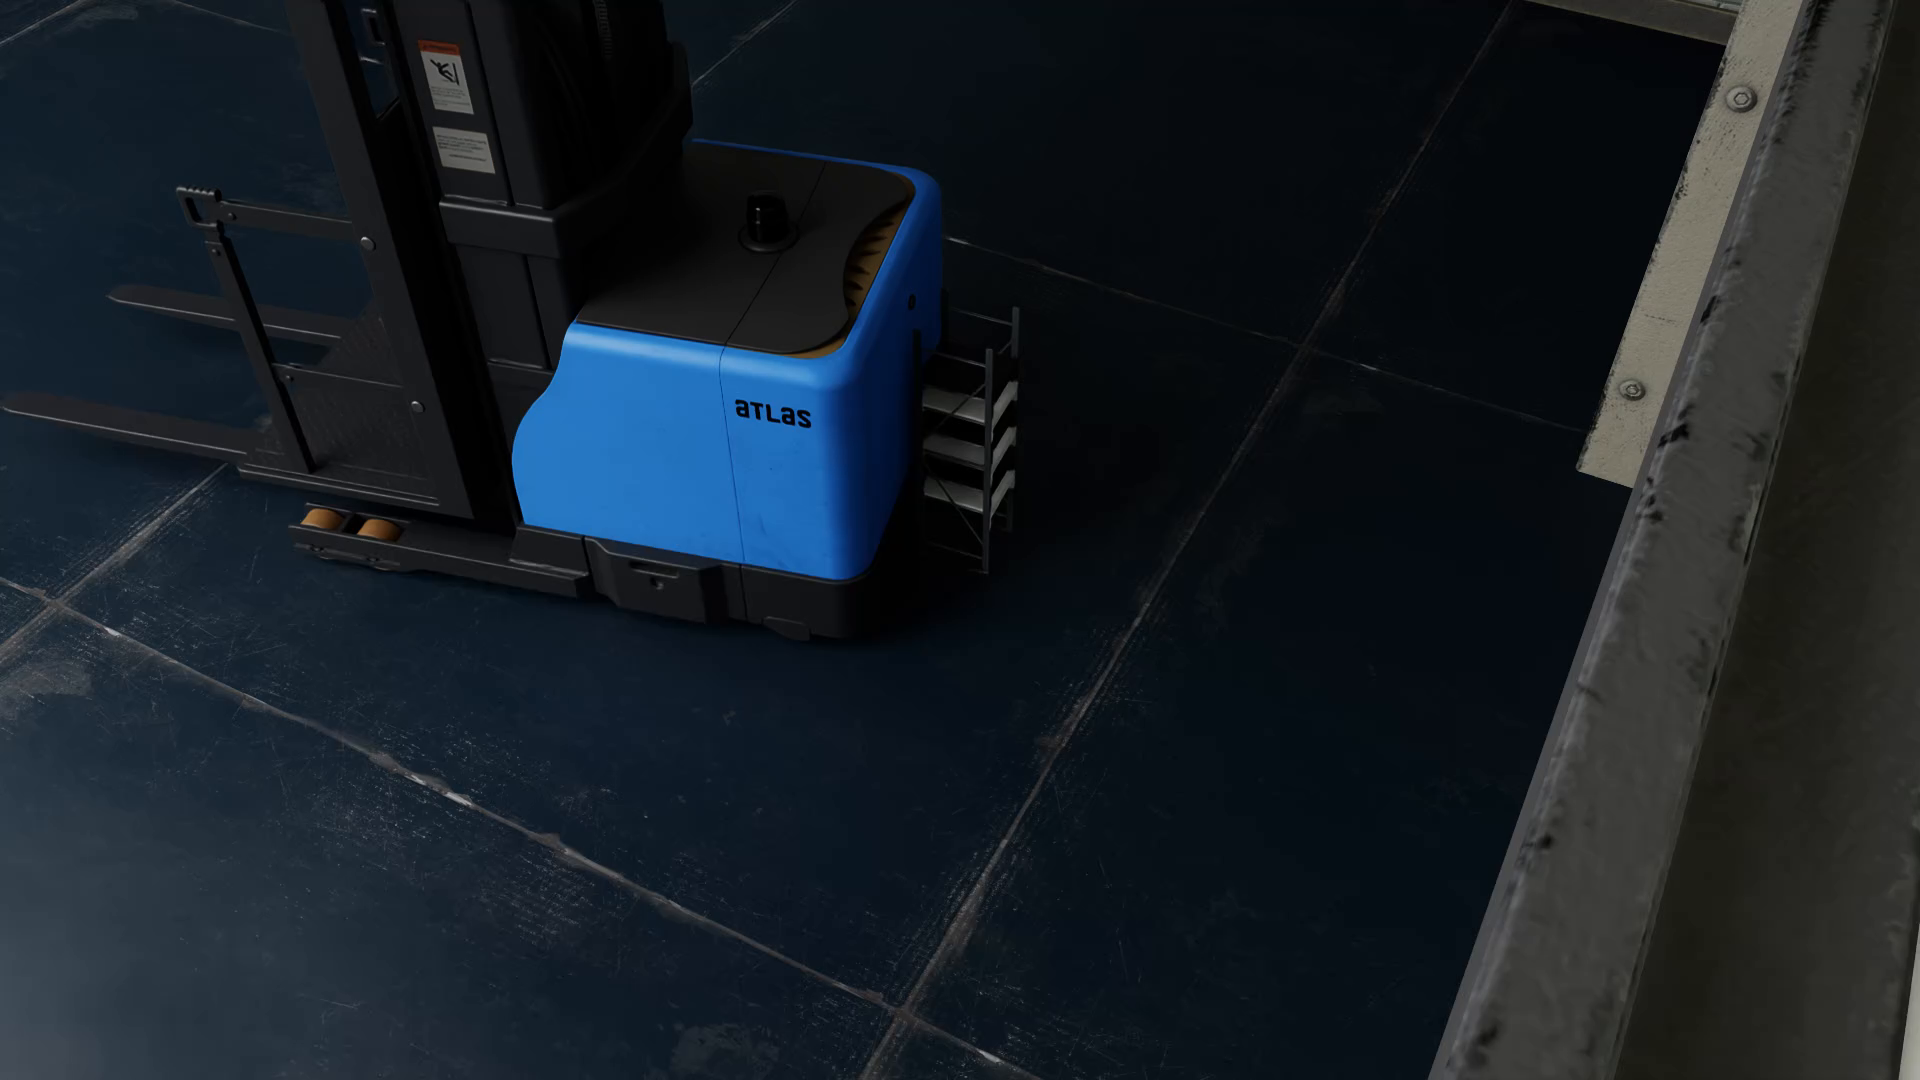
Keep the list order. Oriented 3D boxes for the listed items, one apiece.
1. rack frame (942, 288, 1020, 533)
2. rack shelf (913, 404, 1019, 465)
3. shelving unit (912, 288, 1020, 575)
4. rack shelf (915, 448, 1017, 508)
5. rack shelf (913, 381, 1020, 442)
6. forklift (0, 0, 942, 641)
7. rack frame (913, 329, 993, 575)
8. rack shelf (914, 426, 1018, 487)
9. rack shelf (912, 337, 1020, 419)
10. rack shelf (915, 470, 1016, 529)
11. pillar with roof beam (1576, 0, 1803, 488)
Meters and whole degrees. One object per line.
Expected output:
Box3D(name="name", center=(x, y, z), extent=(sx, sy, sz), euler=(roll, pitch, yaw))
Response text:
Box3D(name="rack frame", center=(0.058, -0.375, 5.083), extent=(0.240, 0.900, 0.006), euler=(17, 48, 16))
Box3D(name="rack shelf", center=(0.019, -0.348, 4.976), extent=(0.258, 0.077, 0.200), euler=(17, 48, 16))
Box3D(name="shelving unit", center=(0.019, -0.308, 5.017), extent=(0.258, 0.900, 0.210), euler=(17, 48, 16))
Box3D(name="rack shelf", center=(0.019, -0.222, 5.104), extent=(0.258, 0.077, 0.200), euler=(17, 48, 16))
Box3D(name="rack shelf", center=(0.019, -0.411, 4.912), extent=(0.258, 0.077, 0.200), euler=(17, 48, 16))
Box3D(name="forklift", center=(-1.615, -1.289, 4.558), extent=(3.031, 2.935, 1.130), euler=(10, 46, 10))
Box3D(name="rack frame", center=(-0.020, -0.242, 4.951), extent=(0.240, 0.900, 0.006), euler=(17, 48, 16))
Box3D(name="rack shelf", center=(0.019, -0.285, 5.040), extent=(0.258, 0.077, 0.200), euler=(17, 48, 16))
Box3D(name="rack shelf", center=(0.019, -0.475, 4.848), extent=(0.258, 0.077, 0.200), euler=(17, 48, 16))
Box3D(name="rack shelf", center=(0.019, -0.158, 5.168), extent=(0.258, 0.077, 0.200), euler=(17, 48, 16))
Box3D(name="pillar with roof beam", center=(-1.521, -4.895, 3.856), extent=(9.100, 9.000, 0.400), euler=(20, 49, 19))
